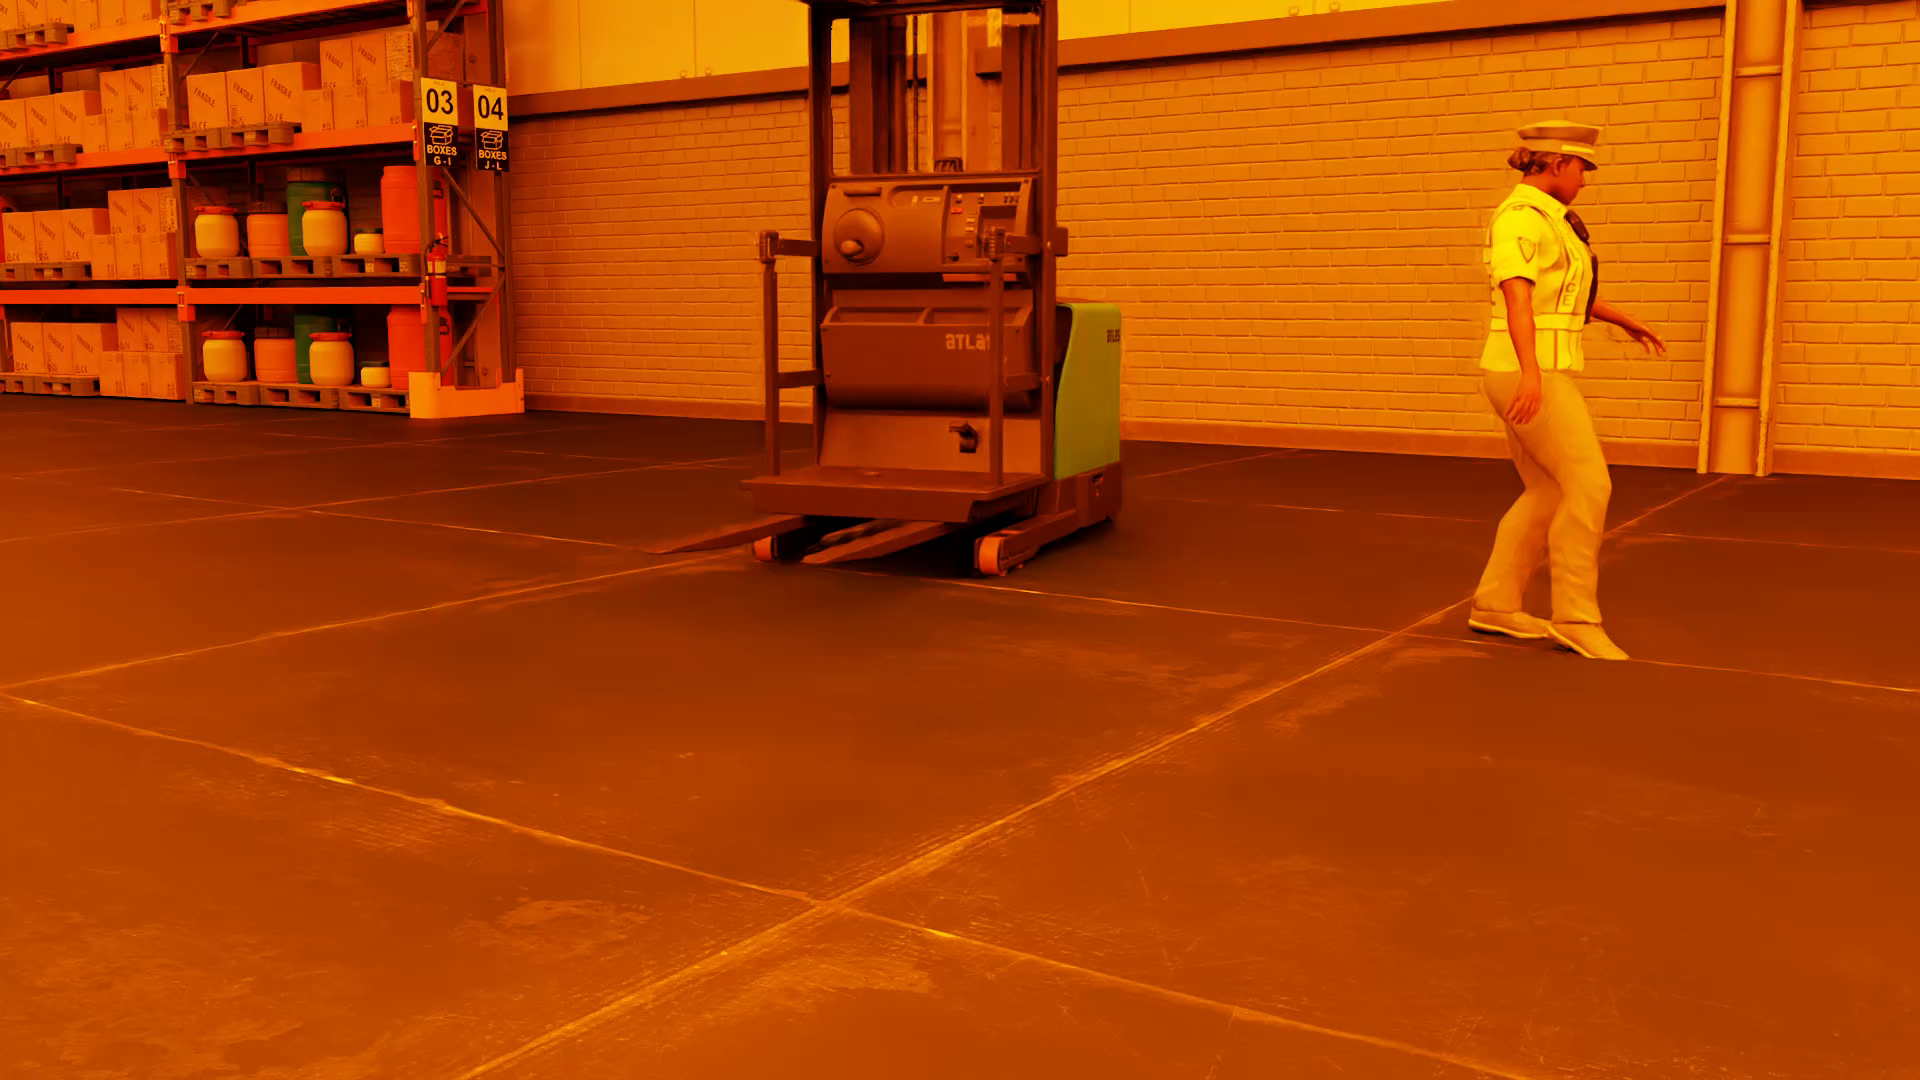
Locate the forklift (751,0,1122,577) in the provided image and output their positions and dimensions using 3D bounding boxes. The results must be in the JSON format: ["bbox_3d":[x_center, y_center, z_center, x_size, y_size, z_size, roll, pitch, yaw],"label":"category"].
[{"bbox_3d":[-0.221,-1.370,6.825,1.130,2.935,3.031,3,9,21],"label":"forklift"}]

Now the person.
[{"bbox_3d":[1.852,-0.522,5.226,0.442,1.565,0.617,4,9,28],"label":"person"}]
